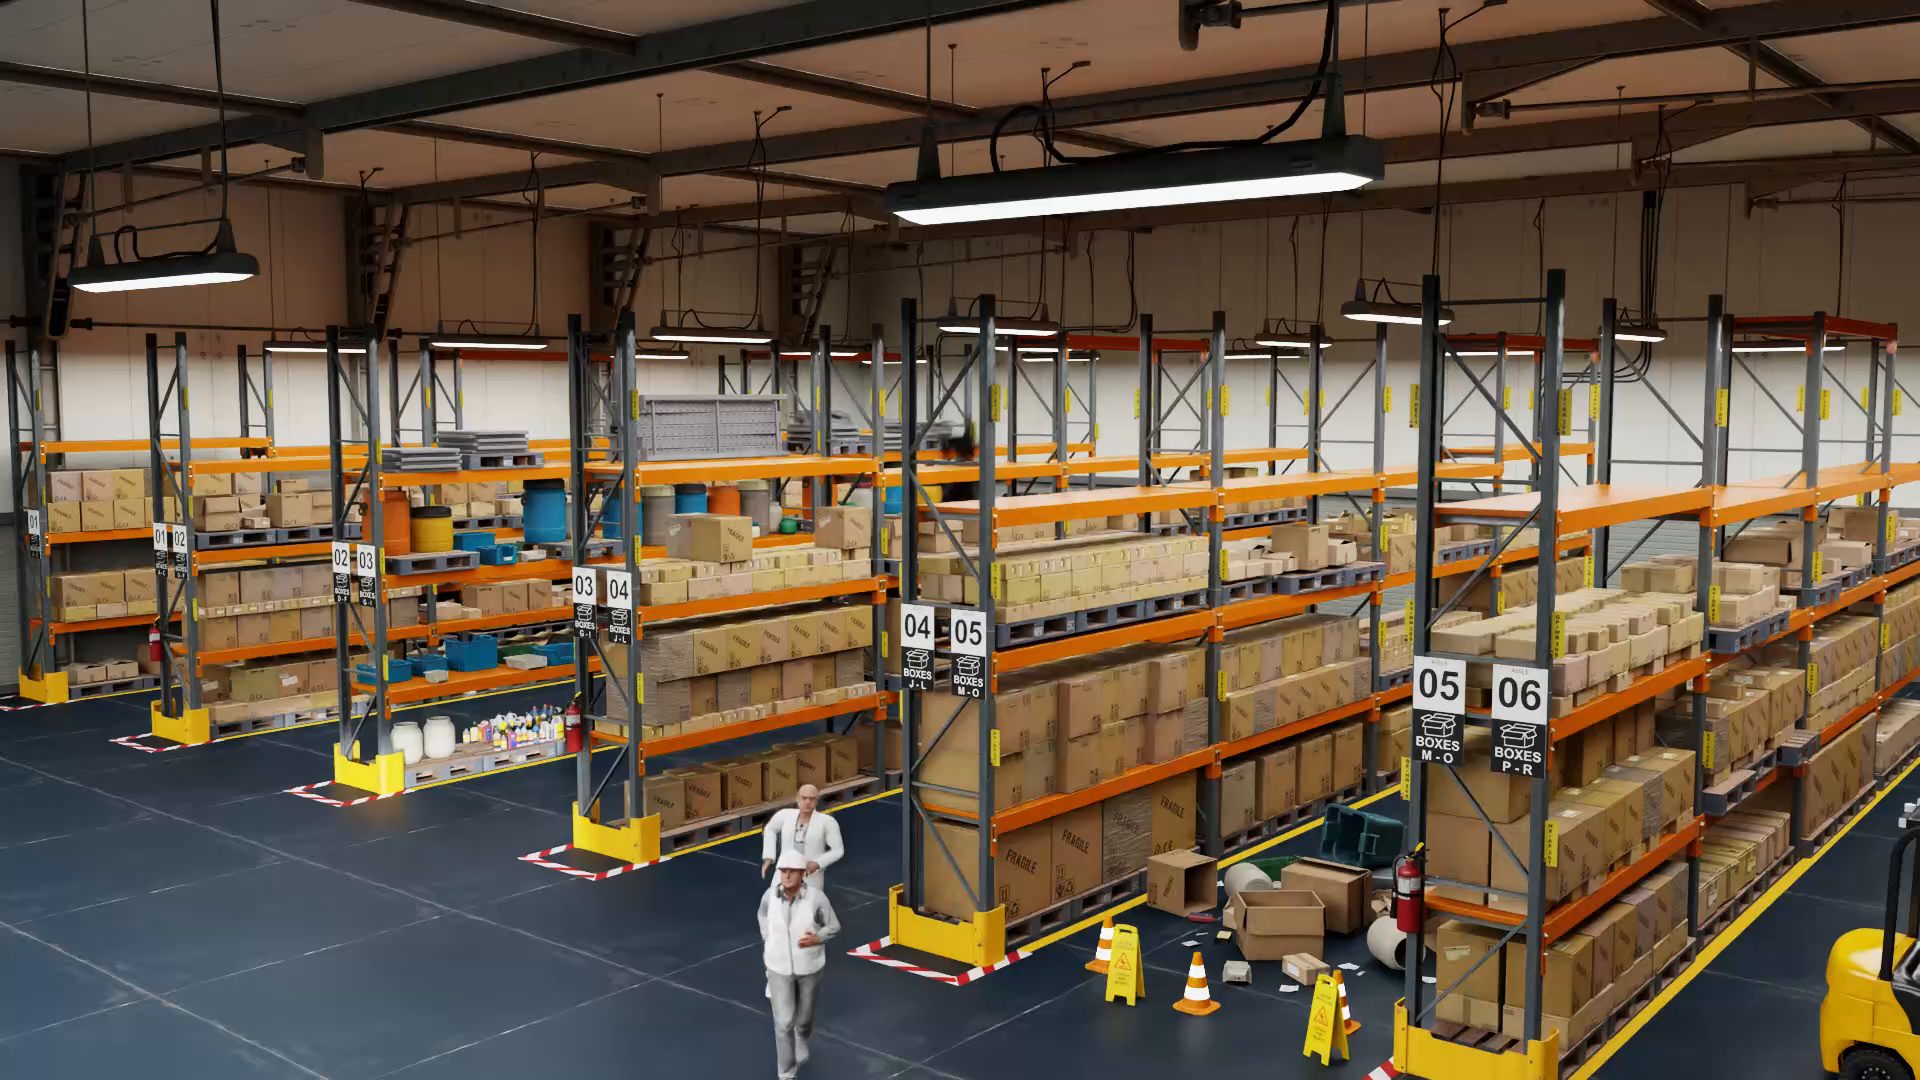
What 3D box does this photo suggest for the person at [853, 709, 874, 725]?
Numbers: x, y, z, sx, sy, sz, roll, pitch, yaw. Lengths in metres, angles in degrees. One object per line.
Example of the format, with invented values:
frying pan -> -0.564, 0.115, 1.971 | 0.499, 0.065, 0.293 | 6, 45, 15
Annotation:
person -> -1.362, 2.179, 24.083 | 0.565, 1.664, 0.768 | 3, 6, 30

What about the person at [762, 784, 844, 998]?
person -> -1.380, 2.997, 14.539 | 0.746, 1.769, 0.981 | 1, 5, 7

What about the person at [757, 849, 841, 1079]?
person -> -1.200, 3.171, 12.338 | 0.643, 1.798, 0.894 | 0, 5, 0
